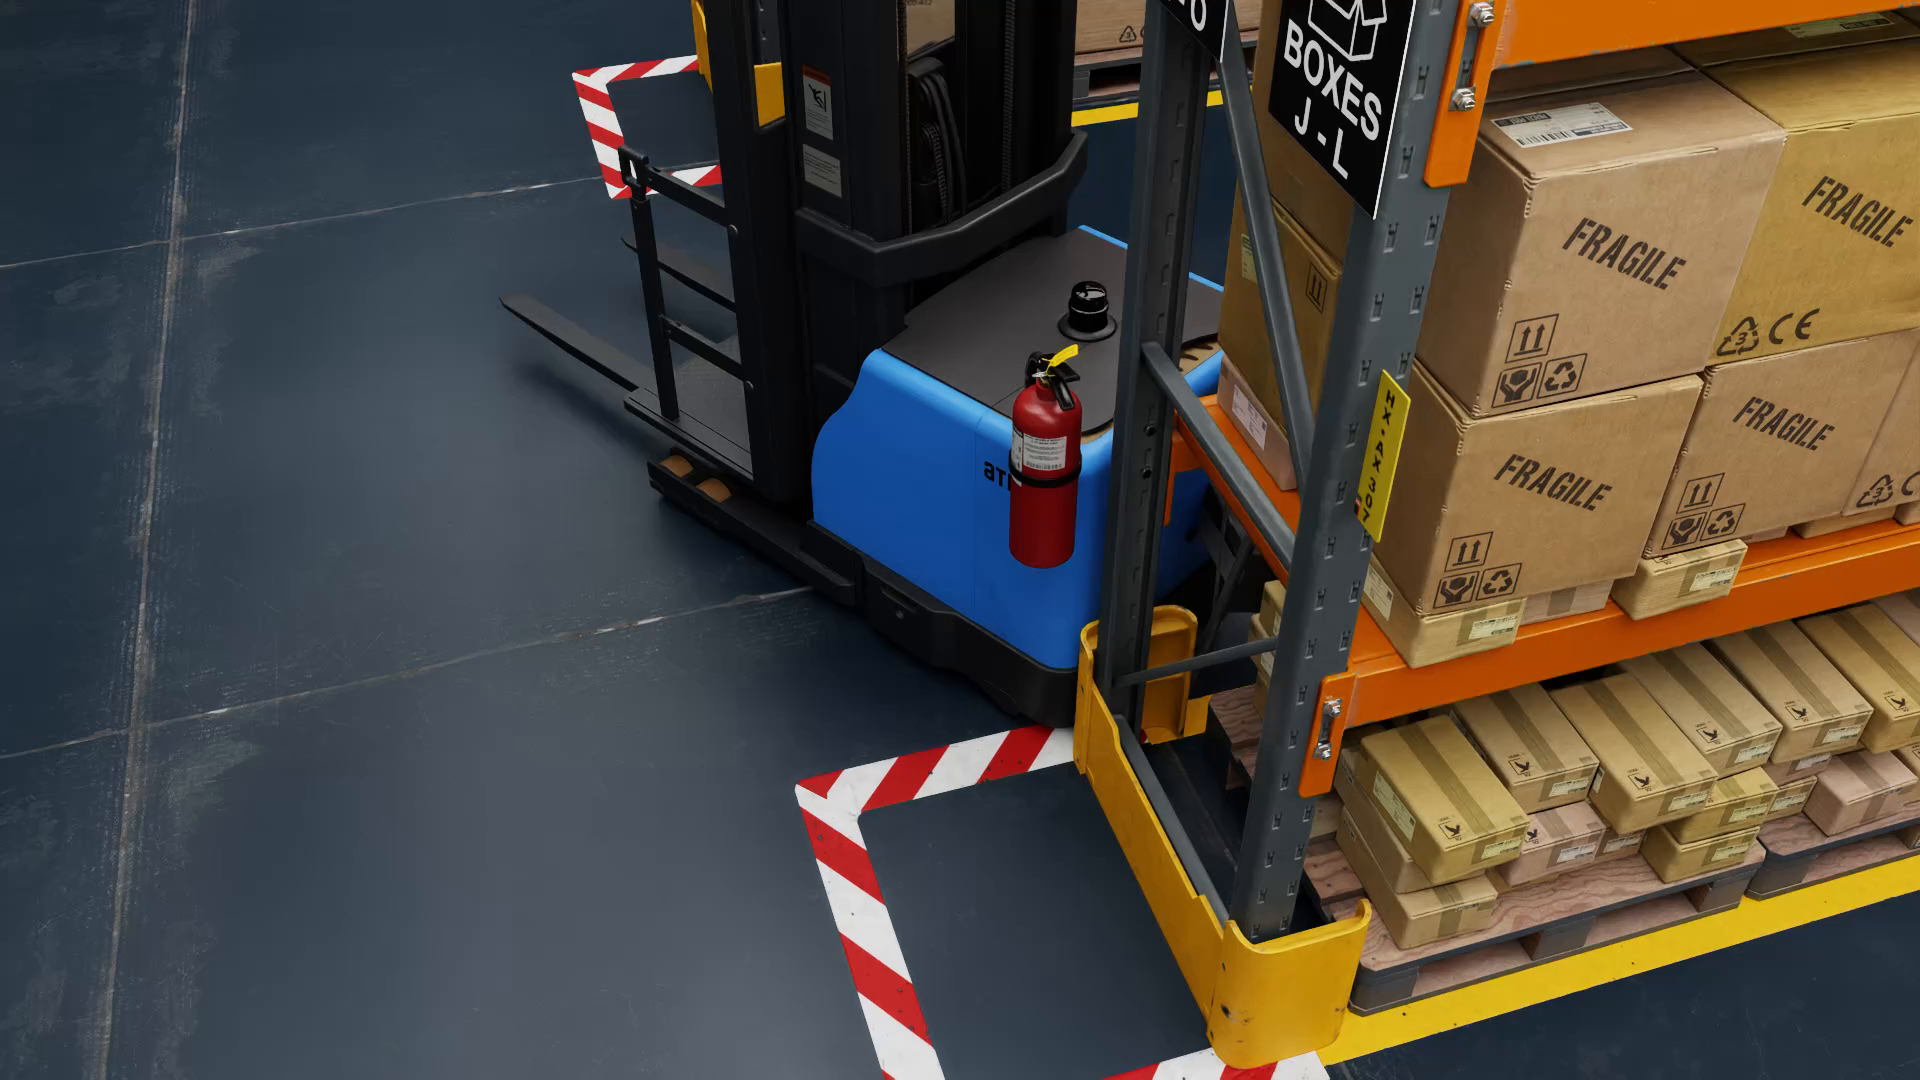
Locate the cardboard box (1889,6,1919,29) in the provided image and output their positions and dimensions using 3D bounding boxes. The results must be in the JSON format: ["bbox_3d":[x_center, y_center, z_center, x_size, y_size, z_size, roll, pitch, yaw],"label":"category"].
[{"bbox_3d":[2.080,-0.803,3.327,0.500,0.500,0.500,-13,43,-14],"label":"cardboard box"}]

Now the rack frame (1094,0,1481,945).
[{"bbox_3d":[0.590,-0.162,3.656,0.127,3.000,1.000,-12,42,-13],"label":"rack frame"}]

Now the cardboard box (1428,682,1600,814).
[{"bbox_3d":[1.418,0.509,4.283,0.250,0.149,0.380,-11,42,-12],"label":"cardboard box"}]

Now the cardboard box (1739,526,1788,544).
[{"bbox_3d":[1.706,-0.159,3.843,0.250,0.149,0.380,-10,42,-11],"label":"cardboard box"}]

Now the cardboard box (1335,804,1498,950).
[{"bbox_3d":[1.186,0.851,4.344,0.250,0.149,0.380,-11,42,-12],"label":"cardboard box"}]

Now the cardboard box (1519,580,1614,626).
[{"bbox_3d":[1.227,-0.002,3.664,0.250,0.149,0.380,-10,42,-12],"label":"cardboard box"}]

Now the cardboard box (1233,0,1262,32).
[{"bbox_3d":[1.337,-2.998,8.530,0.875,0.438,0.875,-13,43,-14],"label":"cardboard box"}]

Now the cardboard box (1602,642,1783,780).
[{"bbox_3d":[1.909,0.439,4.364,0.250,0.149,0.380,-14,43,-15],"label":"cardboard box"}]

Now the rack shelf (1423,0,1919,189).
[{"bbox_3d":[2.497,-1.416,3.358,4.000,0.370,1.077,-12,42,-13],"label":"rack shelf"}]

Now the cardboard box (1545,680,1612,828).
[{"bbox_3d":[1.652,0.576,4.432,0.250,0.149,0.380,-11,42,-13],"label":"cardboard box"}]

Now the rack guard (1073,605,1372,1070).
[{"bbox_3d":[0.662,0.764,4.495,0.348,0.500,1.175,-12,42,-13],"label":"rack guard"}]

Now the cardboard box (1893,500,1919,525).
[{"bbox_3d":[2.216,-0.228,3.922,0.250,0.149,0.380,-12,43,-14],"label":"cardboard box"}]

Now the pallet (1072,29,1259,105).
[{"bbox_3d":[0.907,-2.644,8.616,1.213,0.211,1.003,-12,42,-13],"label":"pallet"}]

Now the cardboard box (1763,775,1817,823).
[{"bbox_3d":[2.137,0.602,4.628,0.250,0.149,0.380,-12,42,-13],"label":"cardboard box"}]

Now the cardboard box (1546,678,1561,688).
[{"bbox_3d":[1.753,0.349,4.918,0.250,0.149,0.380,-11,42,-13],"label":"cardboard box"}]

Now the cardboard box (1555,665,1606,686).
[{"bbox_3d":[1.790,0.266,4.788,0.250,0.149,0.380,-12,43,-14],"label":"cardboard box"}]

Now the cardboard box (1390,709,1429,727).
[{"bbox_3d":[1.273,0.340,4.702,0.250,0.149,0.380,-13,43,-14],"label":"cardboard box"}]

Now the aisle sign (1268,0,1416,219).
[{"bbox_3d":[0.610,-0.938,2.568,0.004,0.787,0.394,-12,42,-13],"label":"aisle sign"}]

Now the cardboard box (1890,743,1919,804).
[{"bbox_3d":[2.657,0.537,4.704,0.250,0.149,0.380,-12,42,-13],"label":"cardboard box"}]

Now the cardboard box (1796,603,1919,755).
[{"bbox_3d":[2.441,0.366,4.446,0.250,0.149,0.380,-11,42,-12],"label":"cardboard box"}]

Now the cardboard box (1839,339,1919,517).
[{"bbox_3d":[2.075,-0.438,3.669,0.500,0.500,0.500,-11,42,-12],"label":"cardboard box"}]

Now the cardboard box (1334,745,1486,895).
[{"bbox_3d":[1.167,0.699,4.292,0.250,0.149,0.380,-10,42,-11],"label":"cardboard box"}]

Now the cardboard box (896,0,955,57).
[{"bbox_3d":[-0.394,-2.635,8.114,0.875,0.438,0.875,-13,43,-15],"label":"cardboard box"}]

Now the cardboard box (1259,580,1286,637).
[{"bbox_3d":[1.018,0.266,4.562,0.250,0.149,0.380,-11,42,-13],"label":"cardboard box"}]

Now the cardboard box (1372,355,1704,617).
[{"bbox_3d":[1.101,-0.227,3.428,0.500,0.500,0.500,-10,42,-11],"label":"cardboard box"}]

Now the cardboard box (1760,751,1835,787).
[{"bbox_3d":[2.153,0.482,4.540,0.250,0.149,0.380,-14,43,-15],"label":"cardboard box"}]

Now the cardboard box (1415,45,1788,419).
[{"bbox_3d":[1.098,-0.610,3.107,0.500,0.500,0.500,-12,43,-13],"label":"cardboard box"}]

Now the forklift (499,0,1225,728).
[{"bbox_3d":[-0.461,-1.379,5.101,3.031,2.935,1.130,31,50,30],"label":"forklift"}]

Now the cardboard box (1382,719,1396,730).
[{"bbox_3d":[1.244,0.404,4.855,0.250,0.149,0.380,-10,42,-12],"label":"cardboard box"}]

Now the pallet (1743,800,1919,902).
[{"bbox_3d":[2.609,0.496,5.022,1.213,0.211,1.003,-12,42,-13],"label":"pallet"}]

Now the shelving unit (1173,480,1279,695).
[{"bbox_3d":[1.095,-0.465,4.623,0.503,2.100,0.431,0,40,-20],"label":"shelving unit"}]

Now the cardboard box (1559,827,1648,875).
[{"bbox_3d":[1.645,0.694,4.523,0.250,0.149,0.380,-11,42,-13],"label":"cardboard box"}]

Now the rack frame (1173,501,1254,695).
[{"bbox_3d":[0.865,-0.466,4.541,0.015,2.100,0.400,0,40,-20],"label":"rack frame"}]
